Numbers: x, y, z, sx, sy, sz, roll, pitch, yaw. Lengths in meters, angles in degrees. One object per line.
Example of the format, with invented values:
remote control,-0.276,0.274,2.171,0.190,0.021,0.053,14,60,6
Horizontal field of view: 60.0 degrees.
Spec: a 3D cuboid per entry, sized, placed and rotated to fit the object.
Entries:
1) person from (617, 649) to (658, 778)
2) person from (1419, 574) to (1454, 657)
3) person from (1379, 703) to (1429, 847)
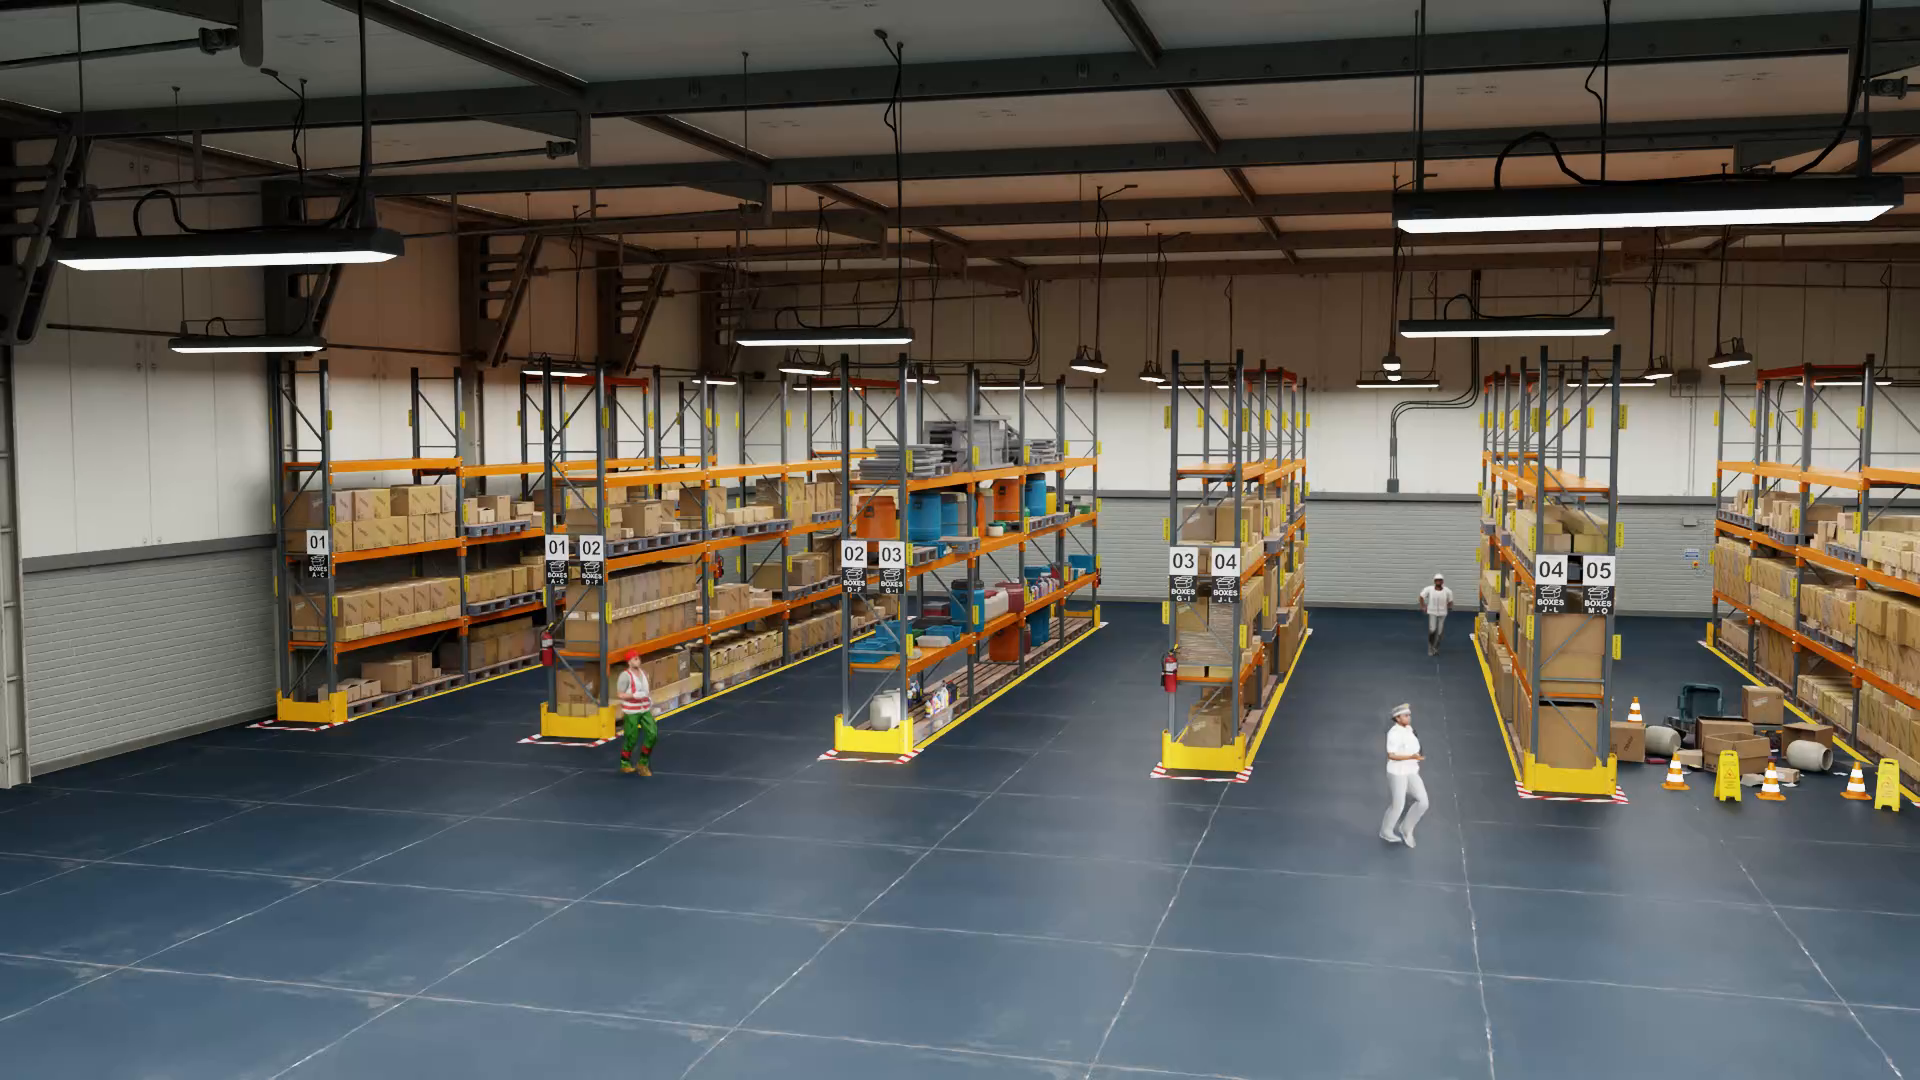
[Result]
person,-4.505,2.441,23.273,0.689,1.820,0.627,4,5,41
person,10.112,1.598,35.228,0.673,1.773,0.700,0,4,7
person,5.234,2.765,19.506,0.556,1.721,0.652,-3,5,-36
